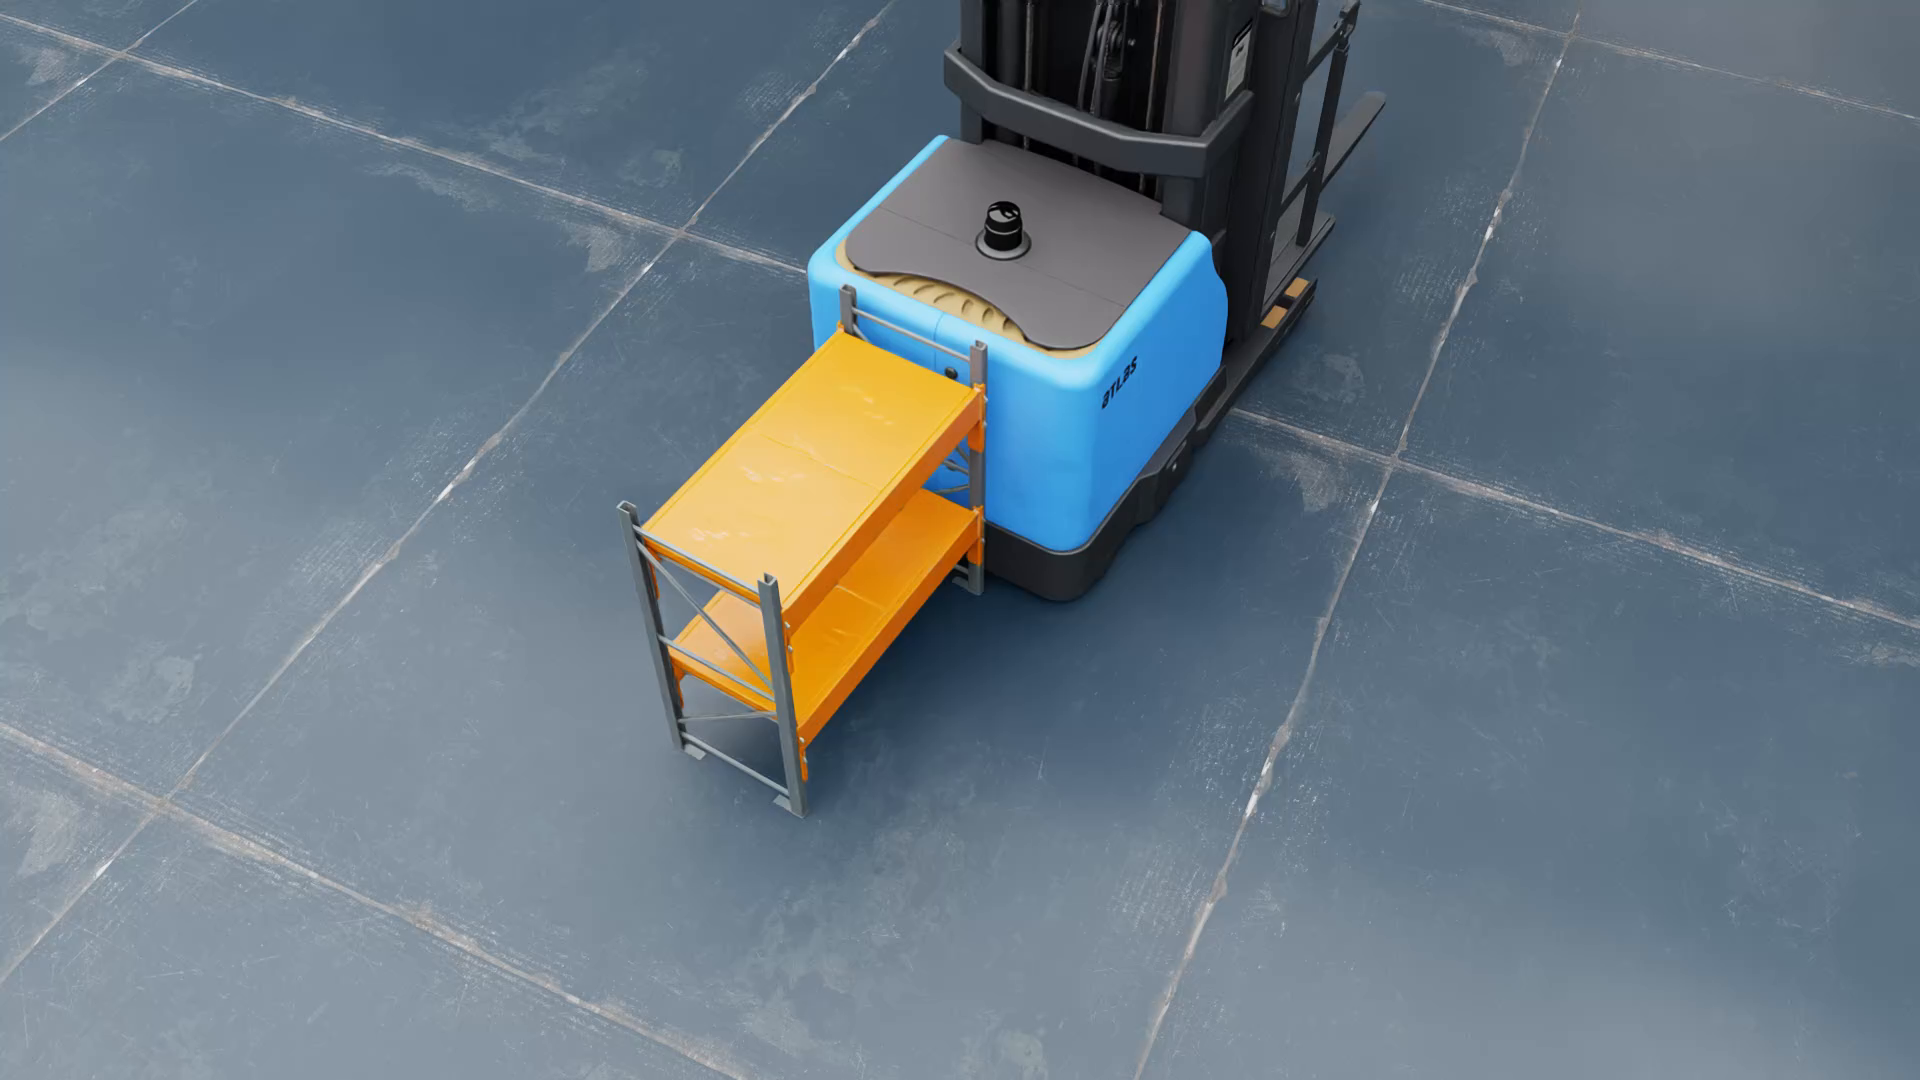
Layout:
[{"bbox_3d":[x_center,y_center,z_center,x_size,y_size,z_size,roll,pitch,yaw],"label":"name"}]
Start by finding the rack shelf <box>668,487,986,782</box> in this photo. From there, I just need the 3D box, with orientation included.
[{"bbox_3d":[-0.409,0.200,5.162,0.538,0.278,1.000,26,54,20],"label":"rack shelf"}]

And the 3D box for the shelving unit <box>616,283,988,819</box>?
[{"bbox_3d":[-0.409,0.042,4.976,0.538,1.125,1.048,26,54,20],"label":"shelving unit"}]

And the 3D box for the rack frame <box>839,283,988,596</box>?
[{"bbox_3d":[-0.139,-0.286,5.255,0.500,1.125,0.032,26,54,20],"label":"rack frame"}]

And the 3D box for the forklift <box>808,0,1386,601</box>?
[{"bbox_3d":[0.725,-1.860,5.408,1.130,2.935,3.031,26,54,20],"label":"forklift"}]

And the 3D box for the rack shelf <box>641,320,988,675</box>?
[{"bbox_3d":[-0.409,-0.148,4.753,0.538,0.278,1.000,26,54,20],"label":"rack shelf"}]

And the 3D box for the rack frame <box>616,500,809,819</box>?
[{"bbox_3d":[-0.679,0.370,4.697,0.500,1.125,0.032,26,54,20],"label":"rack frame"}]
